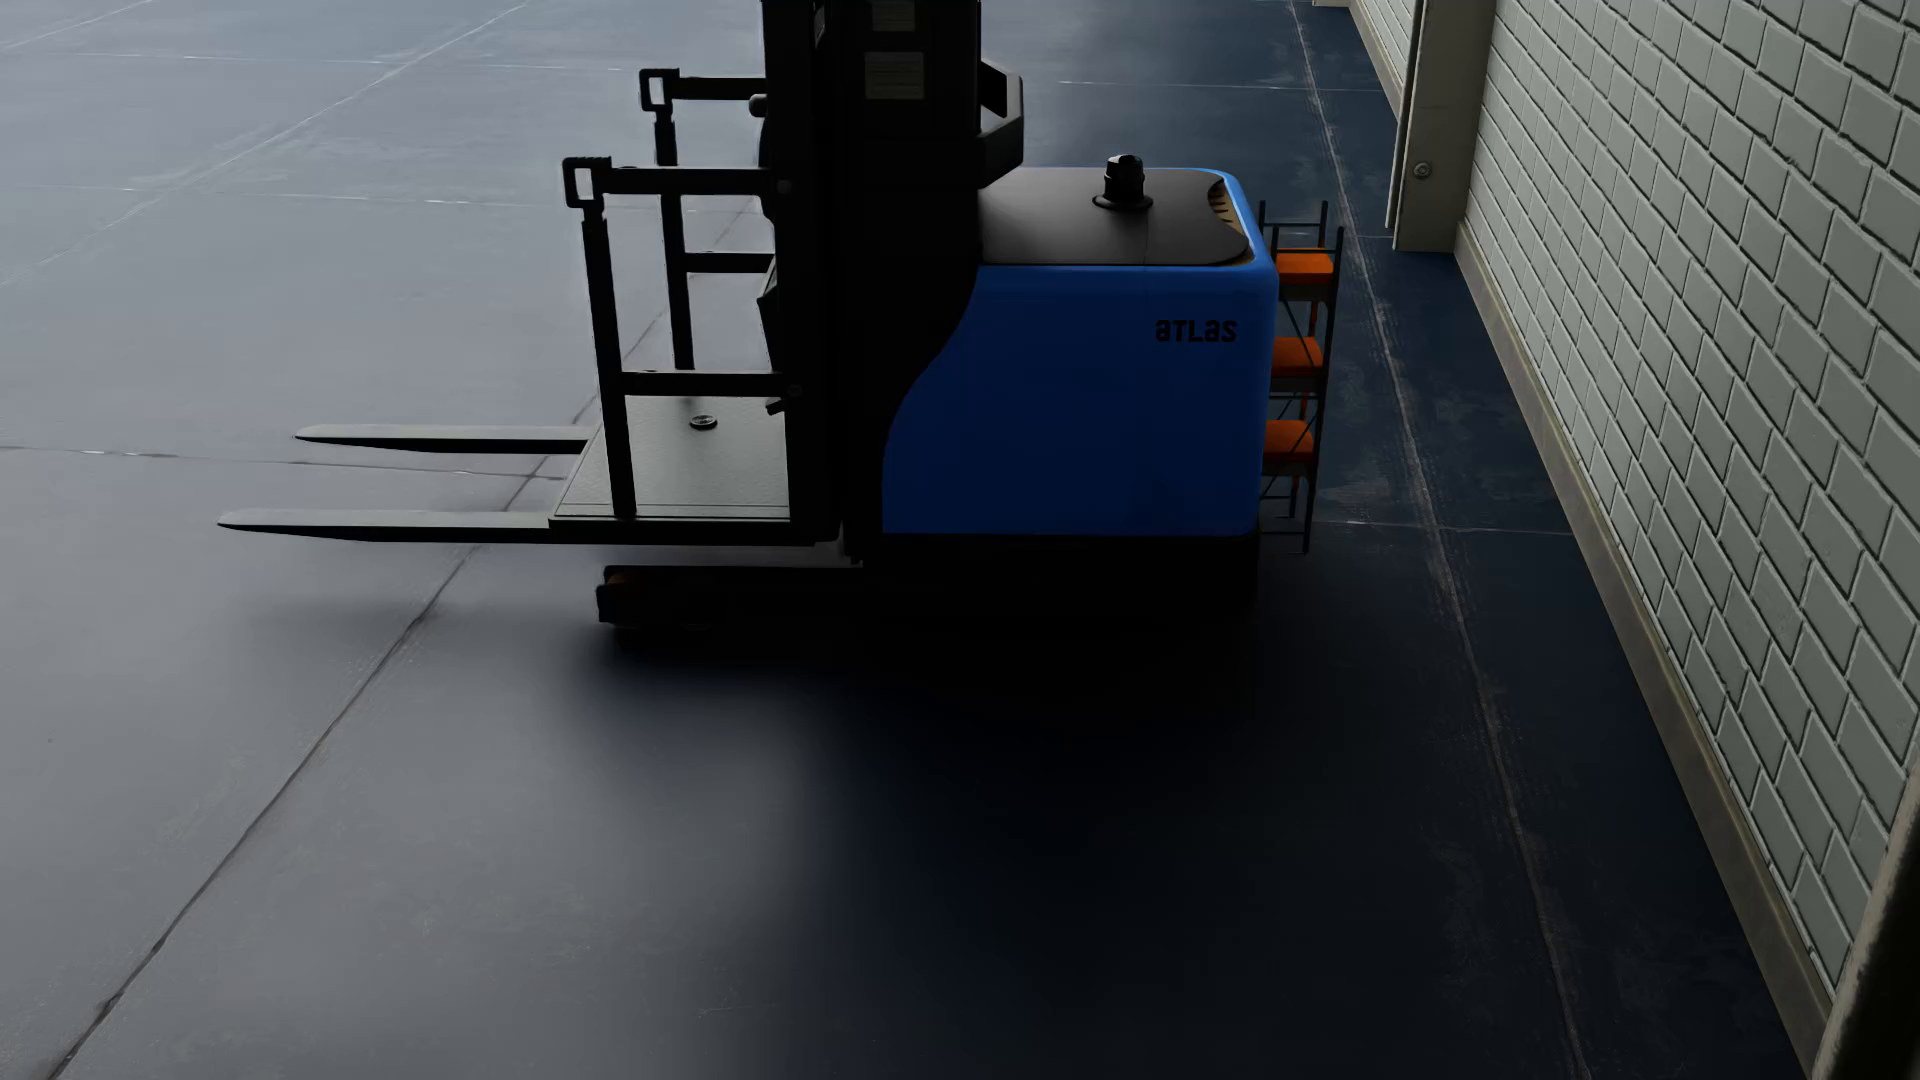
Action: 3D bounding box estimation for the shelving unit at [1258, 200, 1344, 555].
[{"bbox_3d":[0.981,-0.477,5.029,0.215,1.050,0.252,0,28,0],"label":"shelving unit"}]

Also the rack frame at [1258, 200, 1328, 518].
[{"bbox_3d":[0.982,-0.535,5.136,0.200,1.050,0.008,0,28,0],"label":"rack frame"}]

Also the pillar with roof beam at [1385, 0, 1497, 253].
[{"bbox_3d":[-2.071,-5.648,6.246,9.100,9.000,0.400,3,28,6],"label":"pillar with roof beam"}]

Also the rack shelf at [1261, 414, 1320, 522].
[{"bbox_3d":[0.981,-0.223,5.165,0.215,0.259,0.240,0,28,0],"label":"rack shelf"}]

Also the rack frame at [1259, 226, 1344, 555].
[{"bbox_3d":[0.980,-0.419,4.921,0.200,1.050,0.008,0,28,0],"label":"rack frame"}]

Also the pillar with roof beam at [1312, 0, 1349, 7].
[{"bbox_3d":[-1.335,-8.472,11.488,9.100,9.000,0.400,3,28,6],"label":"pillar with roof beam"}]

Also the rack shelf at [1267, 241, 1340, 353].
[{"bbox_3d":[0.981,-0.718,4.899,0.215,0.259,0.240,0,28,0],"label":"rack shelf"}]

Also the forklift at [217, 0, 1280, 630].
[{"bbox_3d":[-0.656,-1.282,4.539,3.031,2.935,1.130,1,28,1],"label":"forklift"}]

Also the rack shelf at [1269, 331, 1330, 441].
[{"bbox_3d":[0.981,-0.468,5.034,0.215,0.259,0.240,0,28,0],"label":"rack shelf"}]
